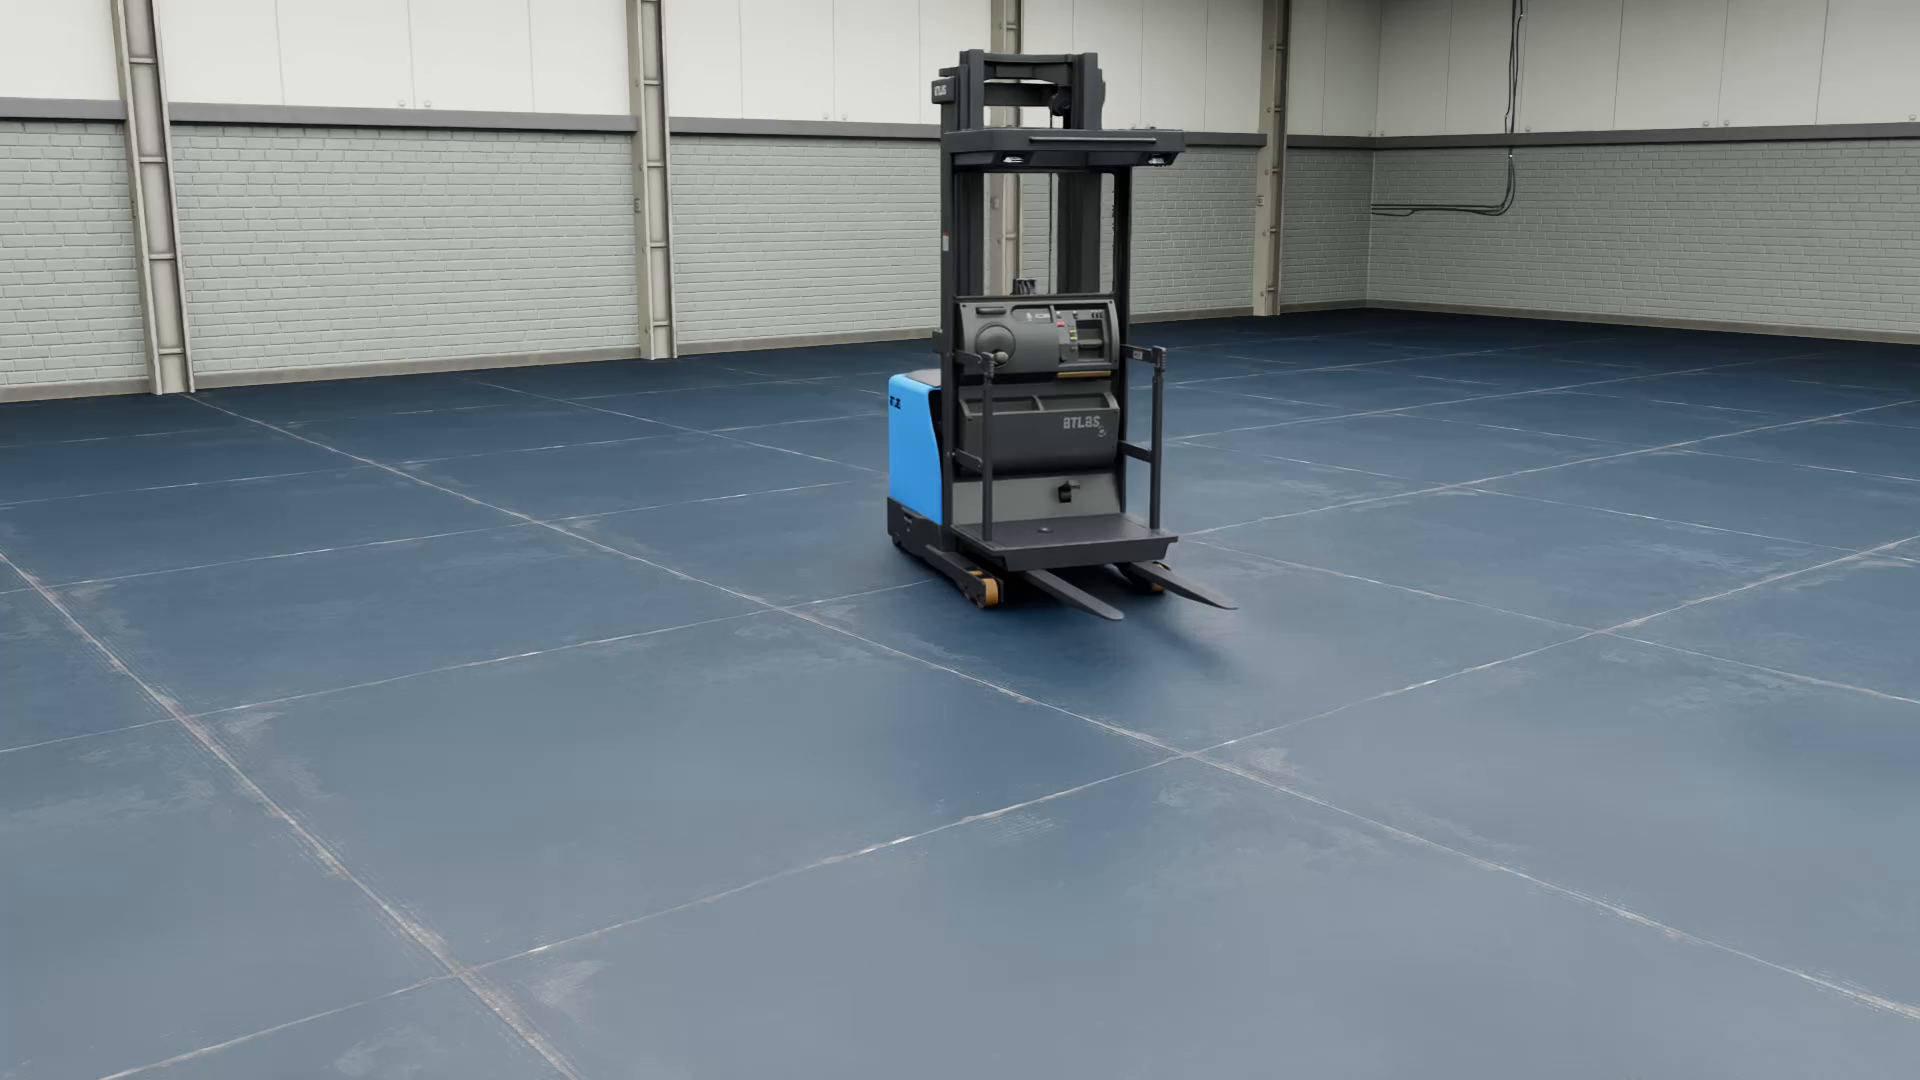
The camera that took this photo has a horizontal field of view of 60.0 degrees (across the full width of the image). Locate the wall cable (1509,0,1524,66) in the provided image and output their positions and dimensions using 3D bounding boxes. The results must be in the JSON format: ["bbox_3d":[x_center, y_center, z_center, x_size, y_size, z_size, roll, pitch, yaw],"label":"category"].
[{"bbox_3d":[10.205,-9.048,26.889,0.112,2.526,3.097,-9,15,-38],"label":"wall cable"}]

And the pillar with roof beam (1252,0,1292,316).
[{"bbox_3d":[8.078,-7.669,25.079,0.400,9.000,9.100,-9,15,-38],"label":"pillar with roof beam"}]

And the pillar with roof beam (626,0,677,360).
[{"bbox_3d":[-1.292,-6.112,17.746,0.400,9.000,9.100,-9,15,-38],"label":"pillar with roof beam"}]

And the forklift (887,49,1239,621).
[{"bbox_3d":[0.520,-1.162,9.046,1.130,2.935,3.031,-4,13,-19],"label":"forklift"}]

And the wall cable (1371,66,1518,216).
[{"bbox_3d":[8.515,-7.016,29.480,0.112,2.526,3.097,-9,15,-38],"label":"wall cable"}]

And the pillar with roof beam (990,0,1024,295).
[{"bbox_3d":[3.393,-6.890,21.413,0.400,9.000,9.100,-9,15,-38],"label":"pillar with roof beam"}]

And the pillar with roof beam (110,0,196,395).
[{"bbox_3d":[-5.977,-5.333,14.080,0.400,9.000,9.100,-9,15,-38],"label":"pillar with roof beam"}]
